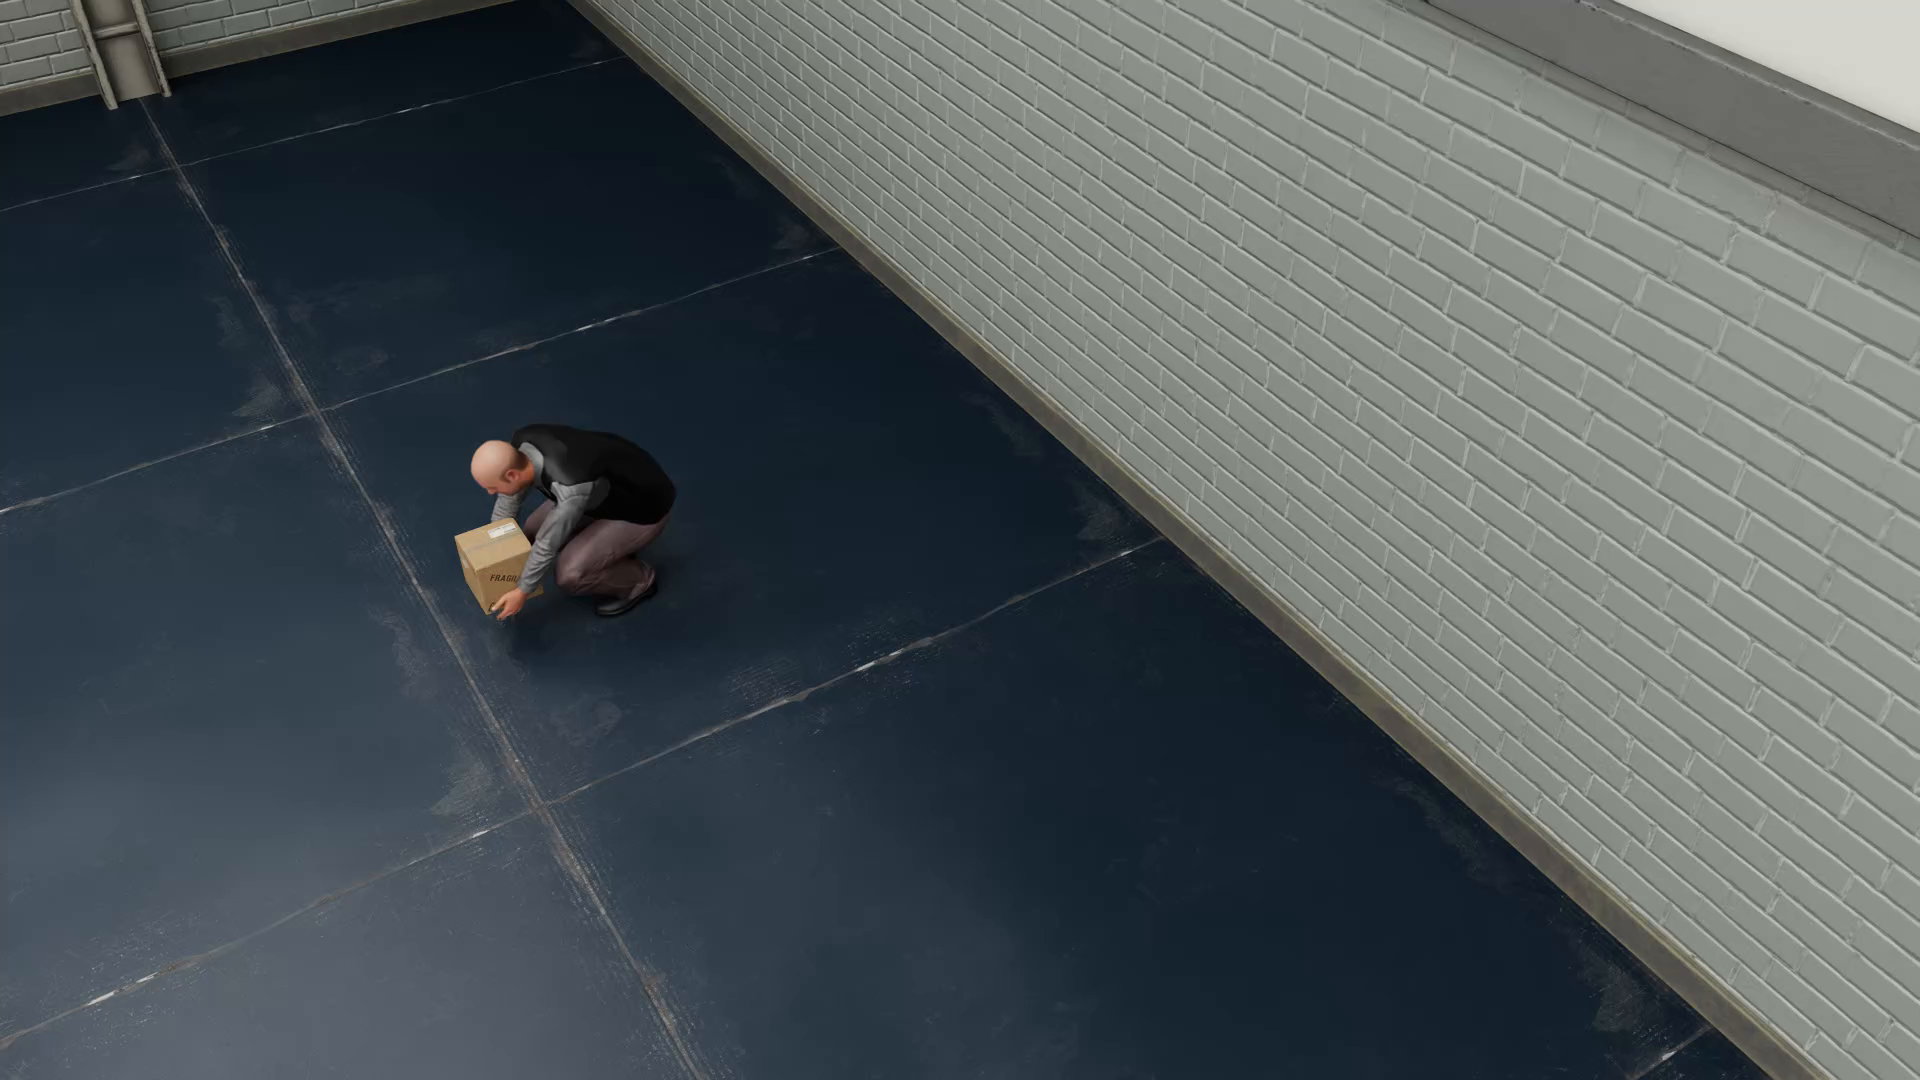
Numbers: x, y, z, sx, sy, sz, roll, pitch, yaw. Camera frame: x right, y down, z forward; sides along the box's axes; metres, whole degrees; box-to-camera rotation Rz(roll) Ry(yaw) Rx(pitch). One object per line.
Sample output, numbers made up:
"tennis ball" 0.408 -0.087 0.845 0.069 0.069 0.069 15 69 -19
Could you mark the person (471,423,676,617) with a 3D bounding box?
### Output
"person" -1.618 -0.121 6.910 0.874 0.968 0.520 -23 46 -25
